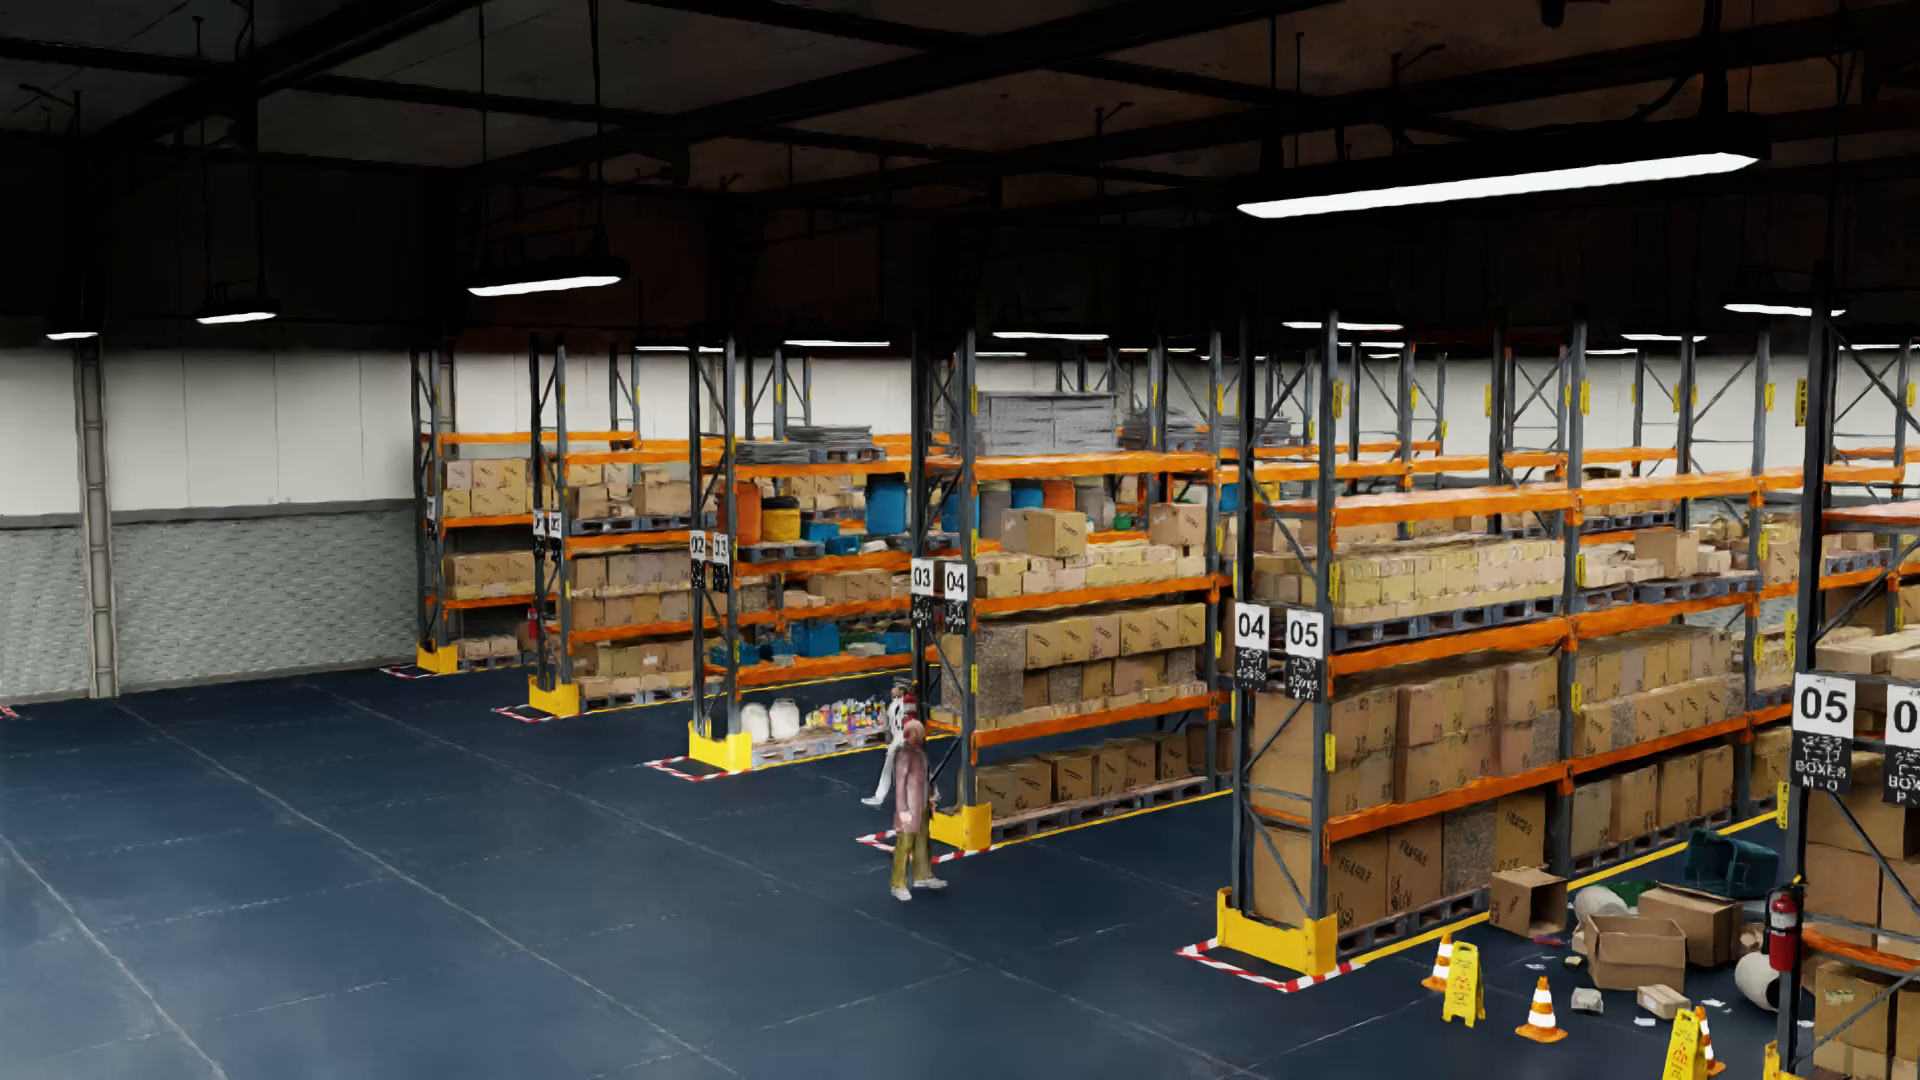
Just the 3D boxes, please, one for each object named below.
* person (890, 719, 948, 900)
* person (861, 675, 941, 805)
[{"bbox_3d":[-0.426,2.796,16.852,0.520,1.598,0.656,2,6,22],"label":"person"},{"bbox_3d":[-0.703,2.456,20.396,0.997,1.616,0.481,-3,6,-31],"label":"person"}]
